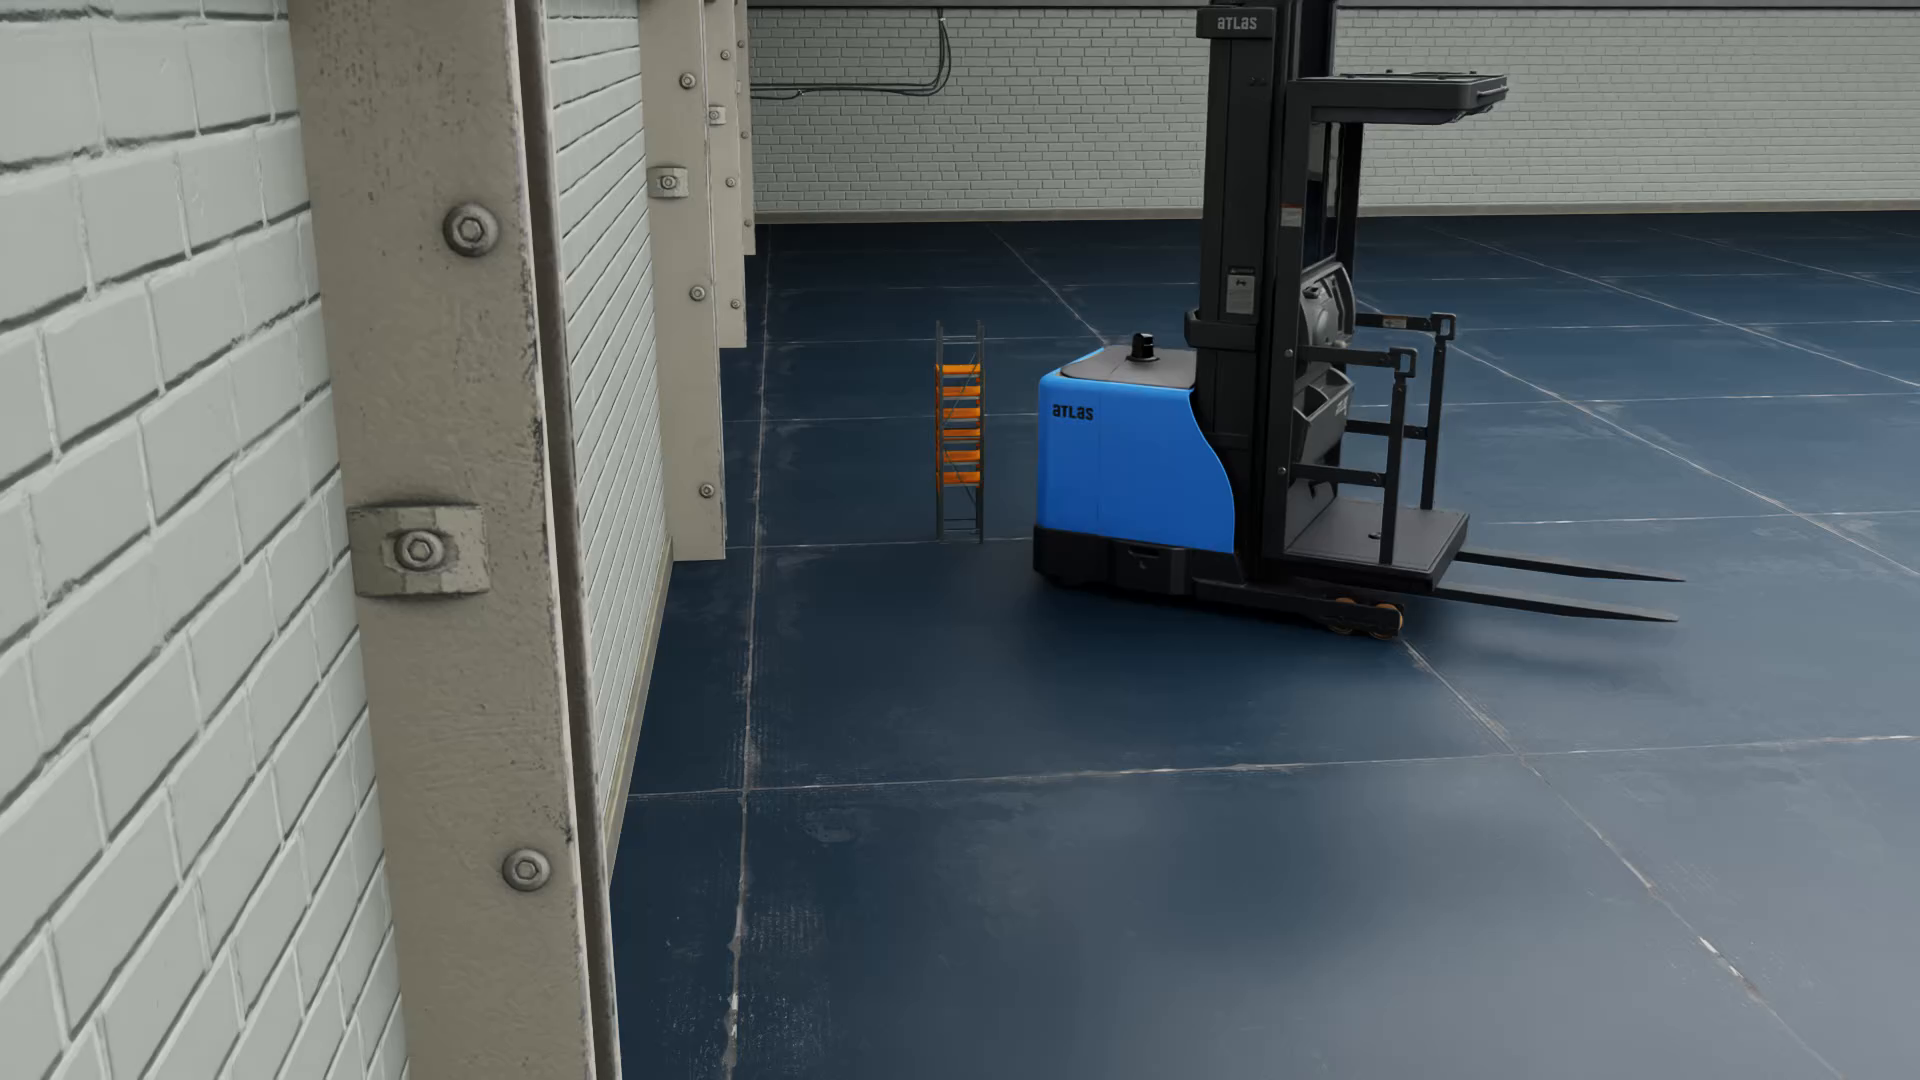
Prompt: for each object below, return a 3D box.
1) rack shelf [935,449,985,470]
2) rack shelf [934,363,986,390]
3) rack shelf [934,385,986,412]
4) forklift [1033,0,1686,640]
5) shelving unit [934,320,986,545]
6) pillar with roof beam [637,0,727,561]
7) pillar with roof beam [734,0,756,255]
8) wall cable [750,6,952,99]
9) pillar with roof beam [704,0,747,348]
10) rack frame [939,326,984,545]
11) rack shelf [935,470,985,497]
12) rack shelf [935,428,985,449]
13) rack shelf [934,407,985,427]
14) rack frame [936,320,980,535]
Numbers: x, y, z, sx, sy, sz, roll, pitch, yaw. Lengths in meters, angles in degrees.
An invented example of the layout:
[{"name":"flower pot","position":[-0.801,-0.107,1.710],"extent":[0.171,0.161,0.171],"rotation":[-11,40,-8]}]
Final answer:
[{"name":"rack shelf","position":[-0.001,-0.420,9.060],"extent":[0.258,0.103,0.180],"rotation":[-2,18,-6]},{"name":"rack shelf","position":[-0.002,-0.878,8.917],"extent":[0.258,0.103,0.180],"rotation":[-2,18,-6]},{"name":"rack shelf","position":[-0.002,-0.763,8.953],"extent":[0.258,0.103,0.180],"rotation":[-2,18,-6]},{"name":"forklift","position":[1.929,-1.116,7.839],"extent":[3.031,2.935,1.130],"rotation":[8,19,24]},{"name":"shelving unit","position":[-0.001,-0.577,9.011],"extent":[0.258,1.200,0.189],"rotation":[-2,18,-6]},{"name":"pillar with roof beam","position":[2.857,-4.378,8.099],"extent":[9.100,9.000,0.400],"rotation":[-2,18,-6]},{"name":"pillar with roof beam","position":[1.619,-7.953,19.487],"extent":[9.100,9.000,0.400],"rotation":[-2,18,-6]},{"name":"wall cable","position":[-1.651,-7.258,22.455],"extent":[3.097,2.526,0.112],"rotation":[-2,18,-6]},{"name":"pillar with roof beam","position":[2.238,-6.166,13.793],"extent":[9.100,9.000,0.400],"rotation":[-2,18,-6]},{"name":"rack frame","position":[0.008,-0.550,8.924],"extent":[0.240,1.200,0.006],"rotation":[-2,18,-6]},{"name":"rack shelf","position":[-0.001,-0.305,9.096],"extent":[0.258,0.103,0.180],"rotation":[-2,18,-6]},{"name":"rack shelf","position":[-0.001,-0.534,9.024],"extent":[0.258,0.103,0.180],"rotation":[-2,18,-6]},{"name":"rack shelf","position":[-0.001,-0.649,8.988],"extent":[0.258,0.103,0.180],"rotation":[-2,18,-6]},{"name":"rack frame","position":[-0.011,-0.604,9.098],"extent":[0.240,1.200,0.006],"rotation":[-2,18,-6]}]
